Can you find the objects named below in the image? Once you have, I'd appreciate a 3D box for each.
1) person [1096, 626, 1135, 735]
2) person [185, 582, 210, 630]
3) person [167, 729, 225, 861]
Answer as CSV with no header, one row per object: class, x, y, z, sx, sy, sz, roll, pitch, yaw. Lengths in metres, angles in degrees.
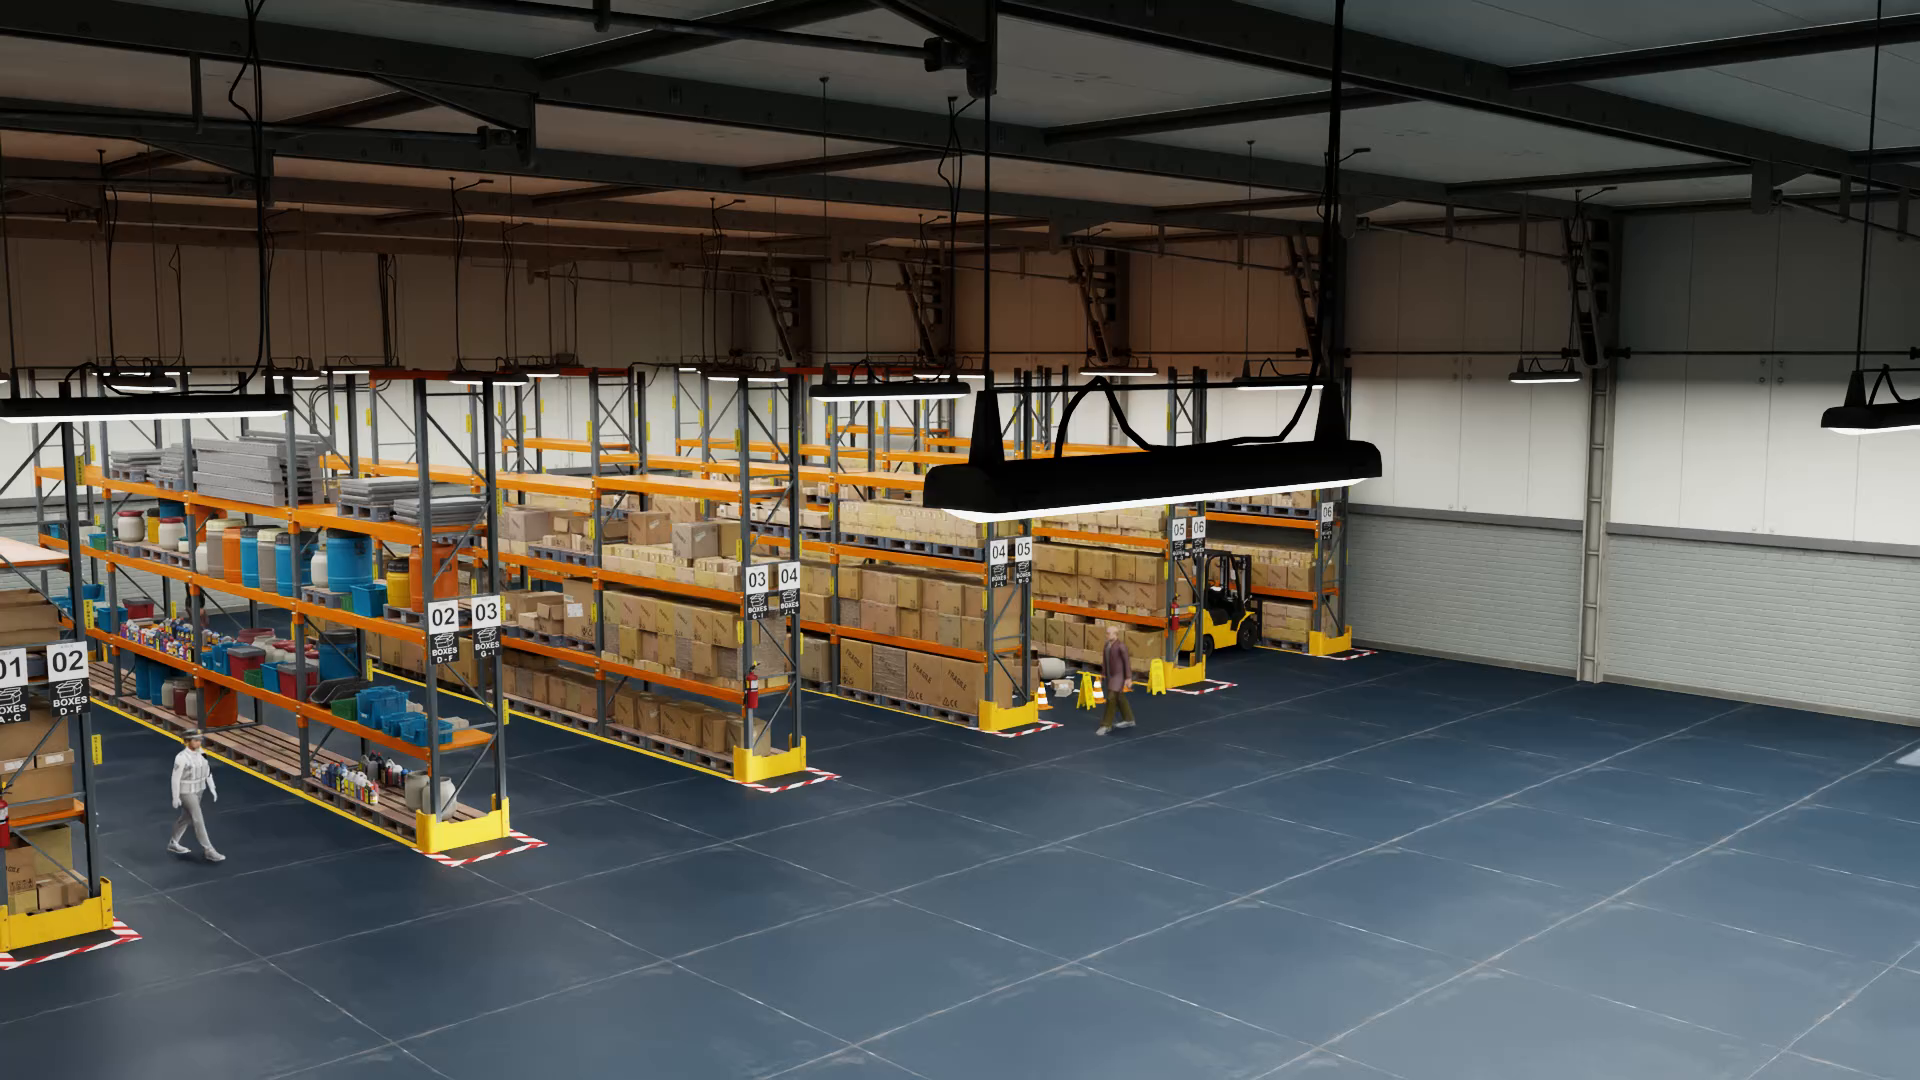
person,2.568,2.314,27.830,0.885,1.764,0.607,-3,7,-22
person,-16.311,1.462,35.436,0.568,1.719,0.461,6,9,41
person,-9.561,3.155,20.808,0.952,1.619,0.509,1,7,9
